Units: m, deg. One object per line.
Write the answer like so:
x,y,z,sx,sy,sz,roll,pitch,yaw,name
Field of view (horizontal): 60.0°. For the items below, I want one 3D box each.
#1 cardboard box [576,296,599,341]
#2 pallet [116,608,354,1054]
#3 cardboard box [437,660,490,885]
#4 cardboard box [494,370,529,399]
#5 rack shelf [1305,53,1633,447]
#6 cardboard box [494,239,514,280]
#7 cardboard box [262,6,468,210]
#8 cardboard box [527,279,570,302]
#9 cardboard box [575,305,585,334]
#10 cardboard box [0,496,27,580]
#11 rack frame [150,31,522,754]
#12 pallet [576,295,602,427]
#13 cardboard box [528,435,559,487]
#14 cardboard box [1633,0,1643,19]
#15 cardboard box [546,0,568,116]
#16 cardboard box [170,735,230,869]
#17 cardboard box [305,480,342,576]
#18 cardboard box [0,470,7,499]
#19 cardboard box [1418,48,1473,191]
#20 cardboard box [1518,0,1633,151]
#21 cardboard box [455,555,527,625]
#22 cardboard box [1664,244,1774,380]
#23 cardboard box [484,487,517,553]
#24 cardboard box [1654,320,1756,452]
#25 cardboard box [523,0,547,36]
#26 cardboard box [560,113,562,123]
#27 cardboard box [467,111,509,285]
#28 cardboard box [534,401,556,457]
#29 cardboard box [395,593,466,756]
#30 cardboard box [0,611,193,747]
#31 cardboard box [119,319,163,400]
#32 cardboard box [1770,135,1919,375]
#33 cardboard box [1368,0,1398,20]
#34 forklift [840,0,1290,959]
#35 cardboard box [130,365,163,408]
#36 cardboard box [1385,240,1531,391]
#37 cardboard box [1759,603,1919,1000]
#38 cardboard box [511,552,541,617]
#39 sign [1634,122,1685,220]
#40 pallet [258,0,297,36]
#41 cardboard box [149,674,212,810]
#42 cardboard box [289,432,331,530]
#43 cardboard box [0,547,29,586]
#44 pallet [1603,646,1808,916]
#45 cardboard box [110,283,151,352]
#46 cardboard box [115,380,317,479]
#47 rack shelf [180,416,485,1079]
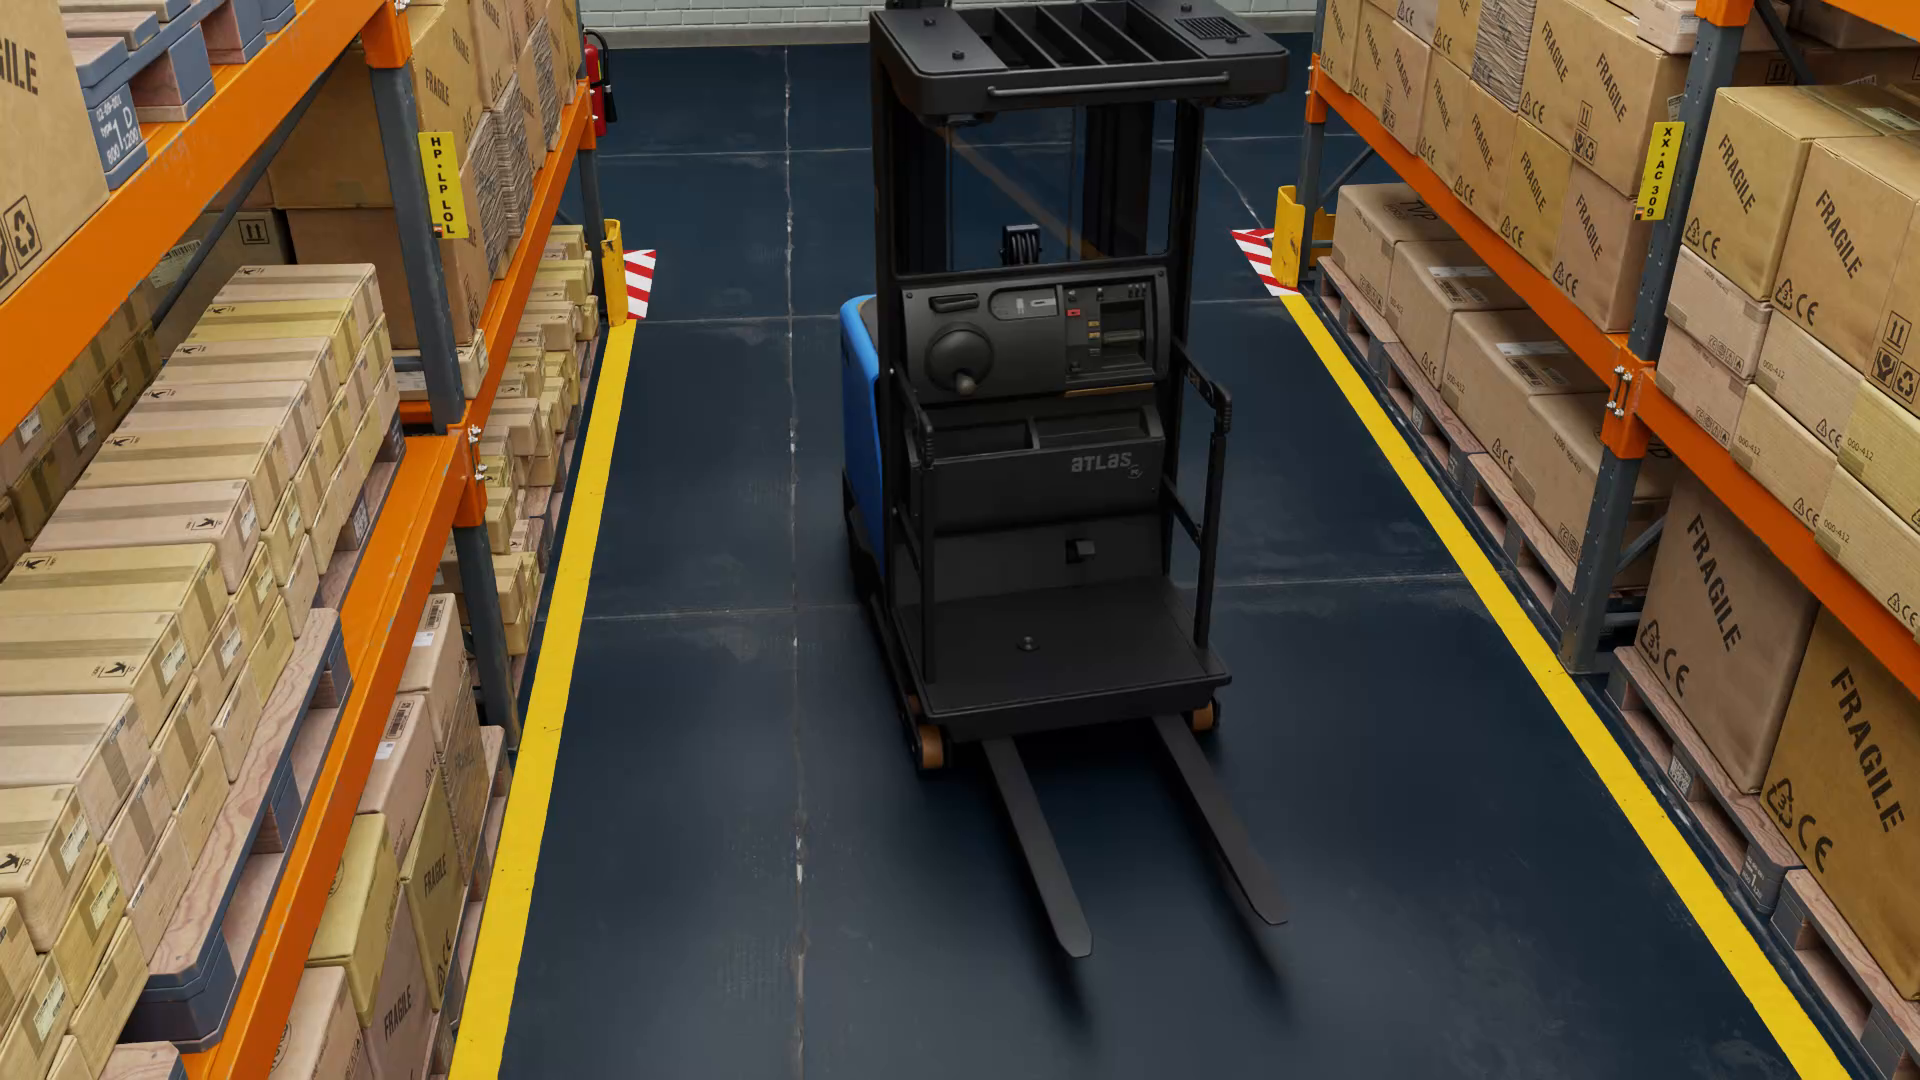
-2.085,-1.144,8.611,0.380,0.149,0.250,-2,31,-3,cardboard box
-1.945,0.585,3.532,1.003,0.211,1.213,-3,31,-5,pallet
-1.773,0.728,5.134,0.500,0.500,0.500,-3,31,-6,cardboard box
-2.055,-0.599,7.119,0.380,0.149,0.250,-4,31,-7,cardboard box
2.639,-1.532,7.591,1.077,0.370,4.000,-3,31,-5,rack shelf
-1.947,-1.116,6.438,0.380,0.149,0.250,-2,31,-4,cardboard box
-1.892,-1.373,5.260,0.500,0.500,0.500,-2,31,-3,cardboard box
-2.087,-1.134,8.014,0.380,0.149,0.250,-4,31,-7,cardboard box
-2.083,-1.136,8.307,0.380,0.149,0.250,-4,31,-7,cardboard box
-2.411,0.027,3.826,0.380,0.149,0.250,-2,31,-3,cardboard box
-2.093,-0.531,5.213,1.000,3.000,0.127,-3,31,-5,rack frame
-2.419,-0.920,8.585,1.003,0.211,1.213,-3,31,-5,pallet
-1.969,-0.349,7.279,0.380,0.149,0.250,-4,31,-6,cardboard box
2.564,-1.852,5.720,0.380,0.149,0.250,-2,31,-3,cardboard box
-2.125,-2.263,7.726,0.500,0.500,0.500,-3,31,-5,cardboard box
-1.686,0.524,3.283,0.380,0.149,0.250,-2,31,-4,cardboard box
-1.789,-0.022,4.197,0.380,0.149,0.250,-4,31,-7,cardboard box
-2.415,-0.104,3.754,0.380,0.149,0.250,-3,31,-5,cardboard box
2.379,-1.873,7.364,0.500,0.500,0.500,-2,31,-3,cardboard box
2.468,-1.779,6.230,0.500,0.500,0.500,-3,31,-5,cardboard box
-1.808,0.185,6.096,0.380,0.149,0.250,-1,31,-2,cardboard box
2.586,-0.731,5.208,0.500,0.250,0.500,-4,31,-6,cardboard box
-1.885,-0.072,6.235,0.380,0.149,0.250,-1,31,-2,cardboard box
2.604,-0.518,5.338,0.500,0.250,0.500,-3,31,-6,cardboard box
-2.071,-2.427,7.026,0.500,0.500,0.500,-1,31,-2,cardboard box
-2.130,-2.056,8.012,0.380,0.149,0.250,-3,31,-5,cardboard box
-1.942,-1.218,5.977,0.500,0.500,0.500,-3,31,-5,cardboard box
-1.965,-0.474,7.199,0.380,0.149,0.250,-3,31,-5,cardboard box
-1.772,0.408,4.938,0.500,0.250,0.500,-4,31,-6,cardboard box
-1.694,0.268,3.132,0.380,0.149,0.250,-2,31,-3,cardboard box
-2.514,-0.508,4.720,0.380,0.149,0.250,-2,31,-4,cardboard box
2.656,-0.795,4.583,0.500,0.500,0.500,-3,31,-5,cardboard box
2.269,-2.812,7.959,0.500,0.500,0.500,-4,31,-6,cardboard box
0.315,-0.656,5.491,1.130,2.935,3.031,-7,31,-11,forklift
-2.514,-0.380,4.796,0.380,0.149,0.250,-4,31,-7,cardboard box
2.707,-1.143,8.327,0.875,0.438,0.875,-2,31,-3,cardboard box
3.056,0.686,4.839,0.875,0.875,0.875,-2,31,-3,cardboard box
-1.832,0.176,6.401,0.380,0.149,0.250,-2,31,-3,cardboard box
2.274,-1.198,5.408,0.100,0.325,0.005,-3,31,-5,sign
-2.141,-1.417,3.956,1.213,0.211,1.003,-3,31,-5,pallet
-1.686,0.398,3.205,0.380,0.149,0.250,-3,31,-5,cardboard box
-1.783,-0.136,4.099,0.380,0.149,0.250,-4,31,-6,cardboard box
-2.416,0.147,3.914,0.380,0.149,0.250,-4,31,-7,cardboard box
2.973,0.768,5.758,1.003,0.211,1.213,-3,31,-5,pallet
-2.514,-0.635,4.644,0.380,0.149,0.250,-1,31,-2,cardboard box
-1.788,-0.260,4.015,0.380,0.149,0.250,-3,31,-5,cardboard box
-1.906,0.799,3.688,1.077,0.370,4.000,-3,31,-5,rack shelf
